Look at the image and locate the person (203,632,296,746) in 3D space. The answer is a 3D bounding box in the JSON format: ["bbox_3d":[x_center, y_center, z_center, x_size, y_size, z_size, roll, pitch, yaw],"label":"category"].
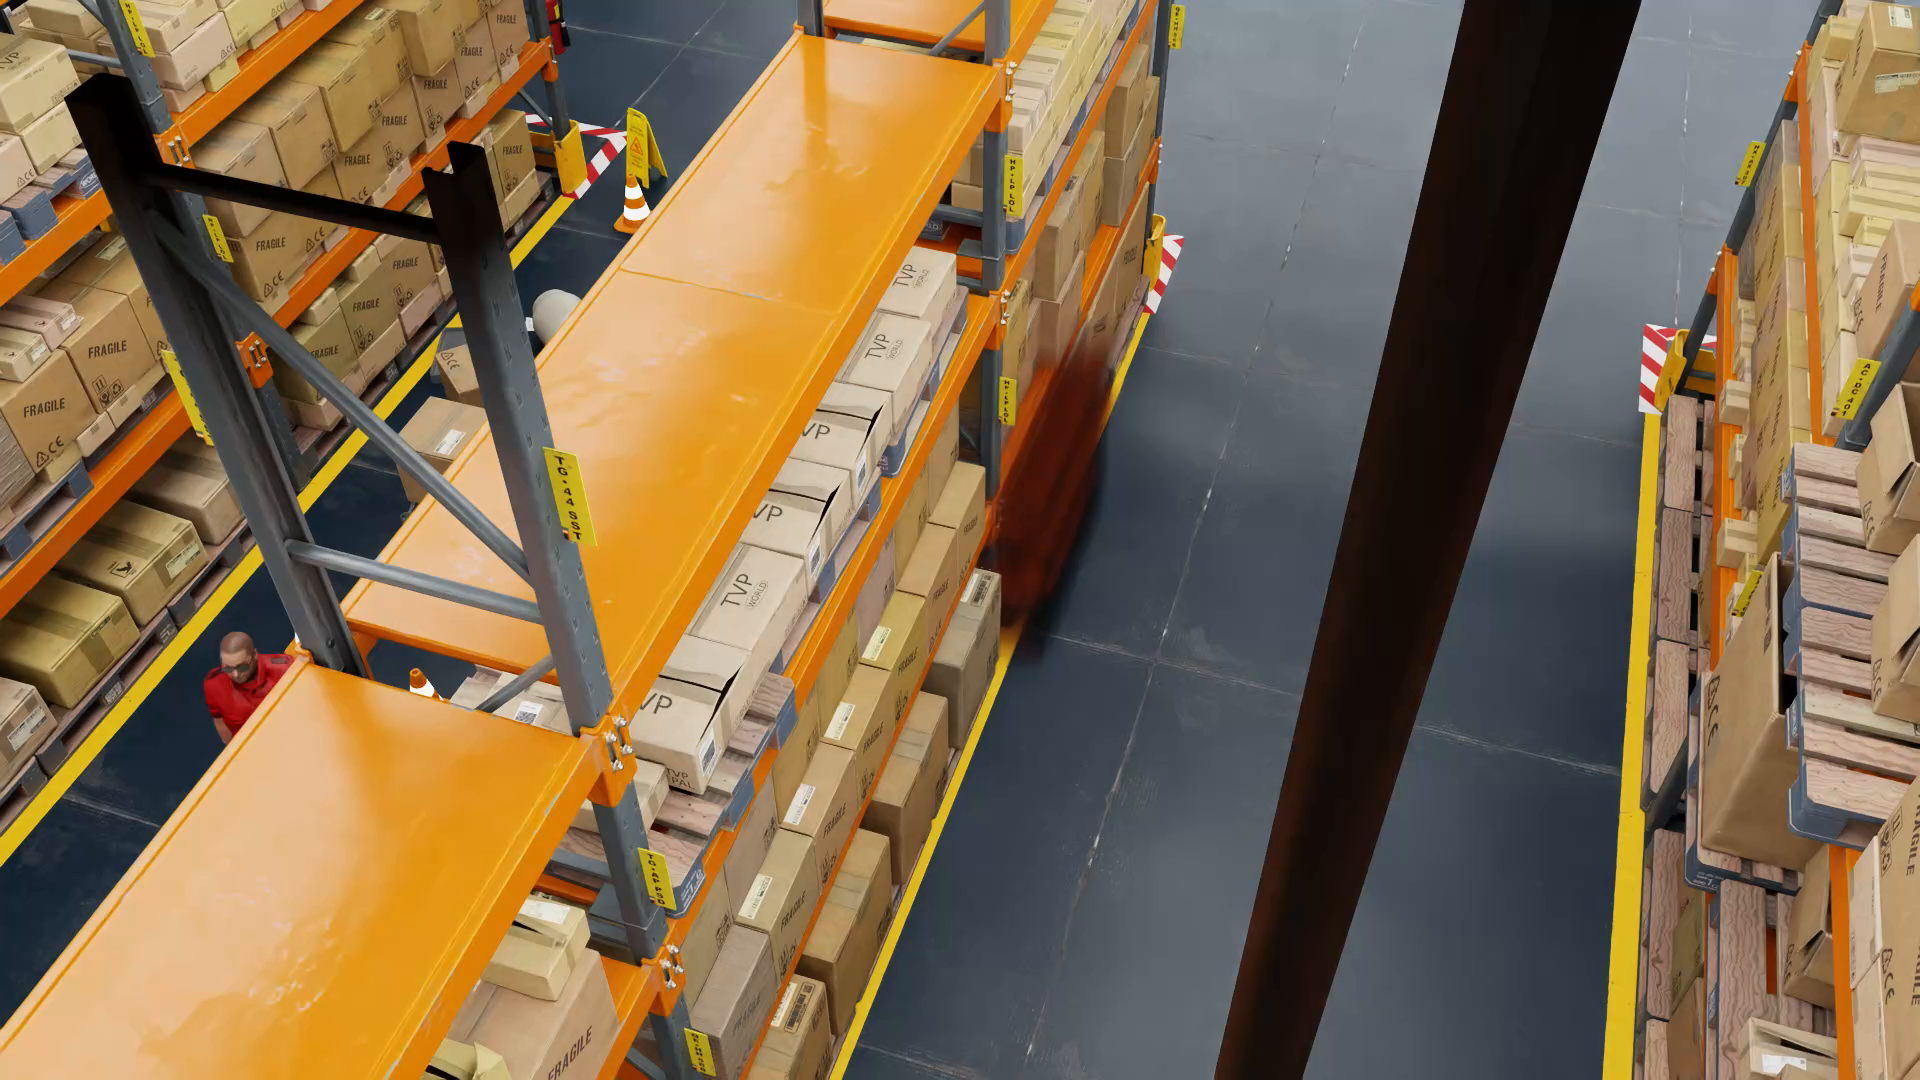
[{"bbox_3d":[-3.611,1.099,8.885,0.576,1.766,0.410,-7,46,-7],"label":"person"}]
